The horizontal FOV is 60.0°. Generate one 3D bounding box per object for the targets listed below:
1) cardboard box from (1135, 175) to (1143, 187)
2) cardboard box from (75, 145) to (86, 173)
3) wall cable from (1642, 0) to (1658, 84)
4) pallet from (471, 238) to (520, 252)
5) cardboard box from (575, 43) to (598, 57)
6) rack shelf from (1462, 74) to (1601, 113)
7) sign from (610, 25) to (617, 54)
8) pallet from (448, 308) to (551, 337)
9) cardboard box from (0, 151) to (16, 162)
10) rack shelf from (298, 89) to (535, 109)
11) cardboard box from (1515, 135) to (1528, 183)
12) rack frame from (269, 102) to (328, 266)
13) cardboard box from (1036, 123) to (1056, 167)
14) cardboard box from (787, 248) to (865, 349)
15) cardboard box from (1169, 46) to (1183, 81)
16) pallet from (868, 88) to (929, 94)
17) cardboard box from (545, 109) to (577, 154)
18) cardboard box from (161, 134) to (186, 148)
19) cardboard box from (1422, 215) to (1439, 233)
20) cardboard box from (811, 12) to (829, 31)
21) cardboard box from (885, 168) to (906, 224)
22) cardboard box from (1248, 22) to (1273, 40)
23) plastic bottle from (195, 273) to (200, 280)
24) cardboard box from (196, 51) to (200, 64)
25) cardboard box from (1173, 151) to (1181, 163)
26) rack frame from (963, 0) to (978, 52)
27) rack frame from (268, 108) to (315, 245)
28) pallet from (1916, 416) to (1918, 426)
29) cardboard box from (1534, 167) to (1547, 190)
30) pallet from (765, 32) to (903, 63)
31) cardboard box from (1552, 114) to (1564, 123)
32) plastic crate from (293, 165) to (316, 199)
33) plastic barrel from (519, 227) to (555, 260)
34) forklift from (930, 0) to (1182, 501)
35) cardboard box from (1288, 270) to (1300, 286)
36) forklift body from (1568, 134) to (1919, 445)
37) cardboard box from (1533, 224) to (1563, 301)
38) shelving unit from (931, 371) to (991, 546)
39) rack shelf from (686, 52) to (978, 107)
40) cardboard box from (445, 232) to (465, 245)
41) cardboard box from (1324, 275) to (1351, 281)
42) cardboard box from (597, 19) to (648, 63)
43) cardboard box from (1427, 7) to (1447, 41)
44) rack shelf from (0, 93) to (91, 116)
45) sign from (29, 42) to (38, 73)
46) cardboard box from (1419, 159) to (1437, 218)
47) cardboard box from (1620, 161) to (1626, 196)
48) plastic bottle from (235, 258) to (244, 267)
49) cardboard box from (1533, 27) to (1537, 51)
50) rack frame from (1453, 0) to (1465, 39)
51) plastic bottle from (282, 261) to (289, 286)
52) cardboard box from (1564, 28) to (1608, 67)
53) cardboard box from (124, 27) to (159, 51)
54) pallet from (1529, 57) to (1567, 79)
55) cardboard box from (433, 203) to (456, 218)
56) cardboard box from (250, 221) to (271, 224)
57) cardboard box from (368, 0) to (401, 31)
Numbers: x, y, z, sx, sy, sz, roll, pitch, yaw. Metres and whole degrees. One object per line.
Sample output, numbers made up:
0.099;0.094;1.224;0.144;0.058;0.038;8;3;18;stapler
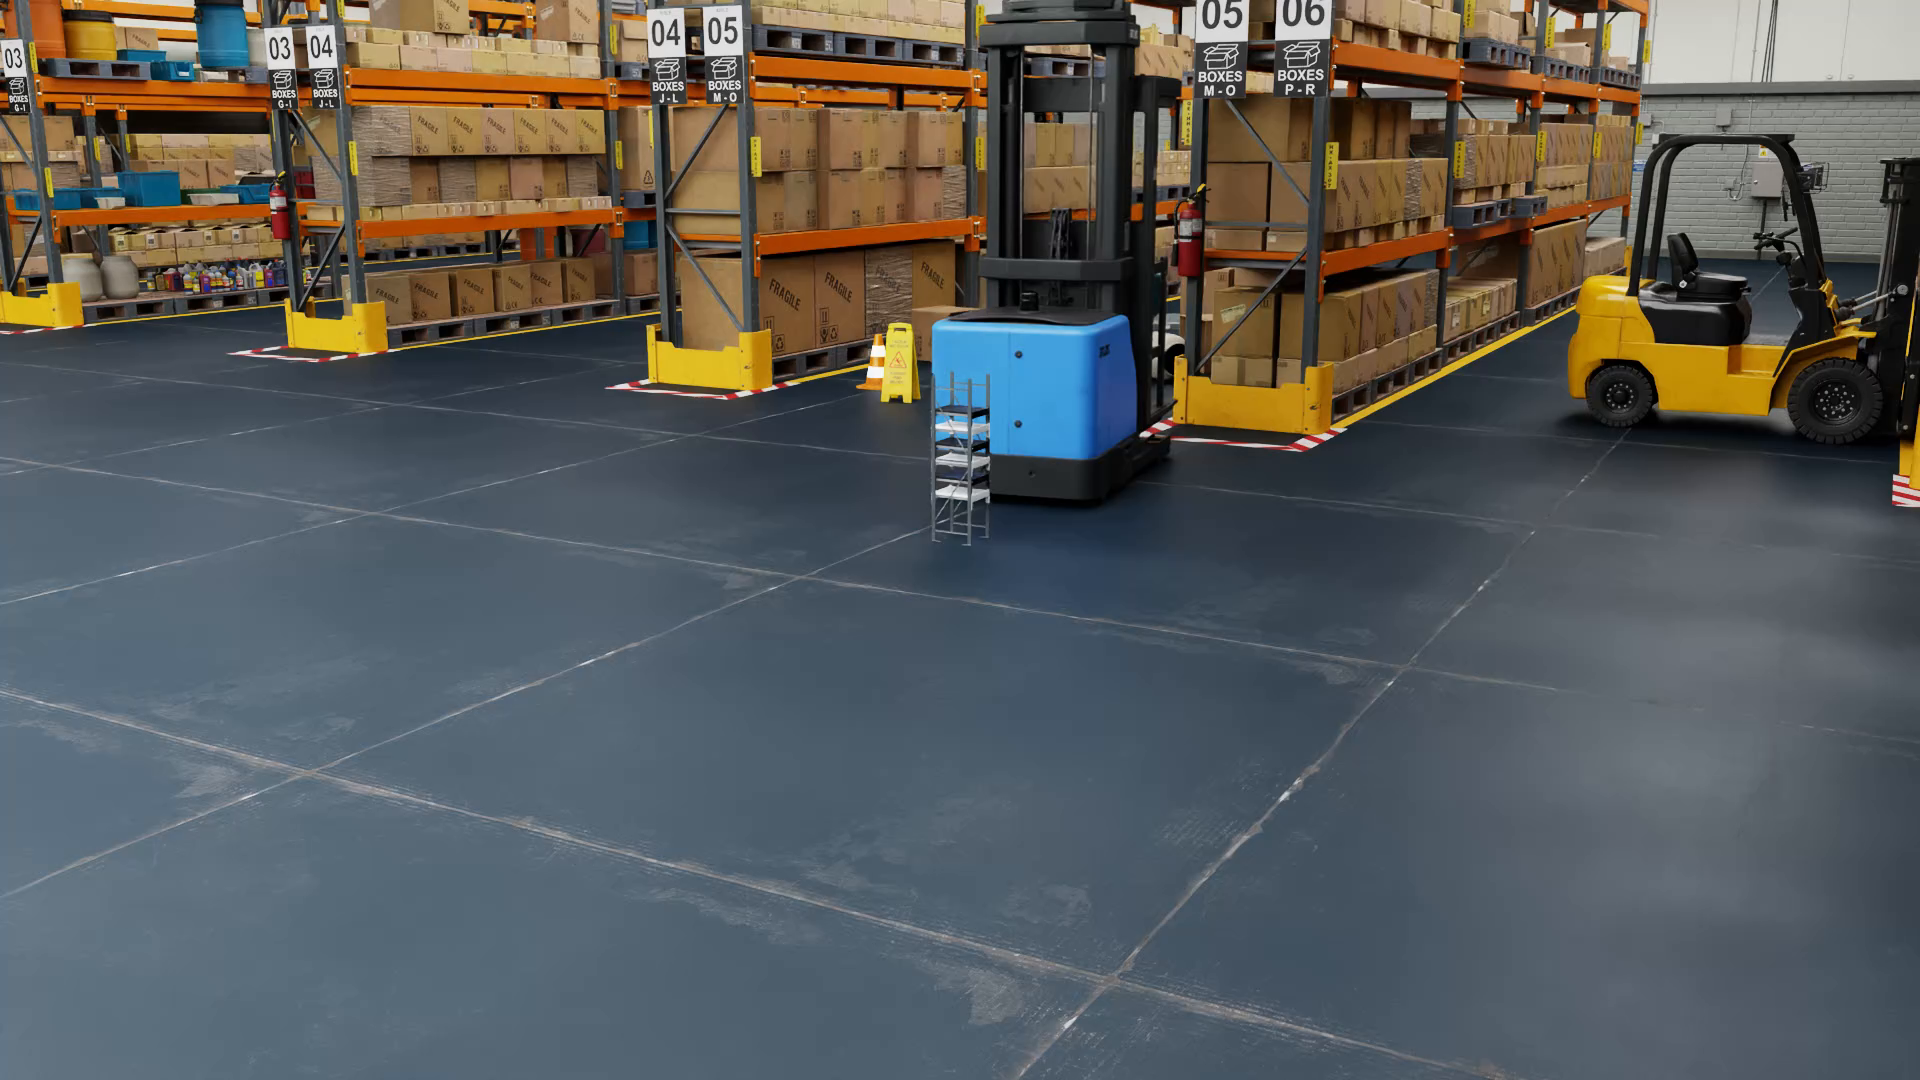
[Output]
2.179;-4.699;21.765;0.380;0.149;0.250;8;16;31;cardboard box
-16.110;-6.807;29.715;0.700;0.500;0.500;6;15;23;cardboard box
12.409;-9.710;30.108;0.463;3.000;0.029;7;15;28;wall cable
-9.040;-5.805;32.661;1.003;0.211;1.213;7;15;28;pallet
-4.475;-5.735;19.490;0.380;0.149;0.250;8;16;30;cardboard box
7.005;-5.472;20.465;1.077;0.370;4.000;7;15;28;rack shelf
-4.092;-5.905;19.623;0.100;0.325;0.005;7;15;28;sign
-5.453;-2.506;18.980;1.003;0.211;1.213;7;15;28;pallet
-13.678;-5.454;23.657;0.380;0.149;0.250;7;15;28;cardboard box
-7.939;-6.335;24.046;1.077;0.370;4.000;7;15;28;rack shelf
5.822;-4.118;17.972;0.500;0.500;0.500;7;15;27;cardboard box
-11.307;-6.199;28.346;1.000;3.000;0.127;7;15;28;rack frame
0.694;-4.622;19.460;0.700;0.500;0.500;7;15;27;cardboard box
-1.518;-2.350;16.020;0.875;0.875;0.875;7;15;27;cardboard box
2.638;-6.293;22.125;0.500;0.500;0.500;7;15;28;cardboard box
-1.103;-7.068;25.959;0.805;0.209;1.217;7;15;26;pallet
-4.788;-4.708;19.181;0.500;0.500;0.500;7;15;28;cardboard box
-14.941;-7.501;31.257;0.500;0.250;0.500;7;15;27;cardboard box
4.102;-2.858;15.023;0.380;0.149;0.250;8;16;29;cardboard box
-1.398;-4.630;14.866;0.380;0.149;0.250;8;15;28;cardboard box
-1.055;-3.455;16.646;0.875;0.550;0.550;7;15;28;cardboard box
2.099;-3.753;12.335;0.380;0.149;0.250;7;15;28;cardboard box
-9.919;-3.382;21.695;0.097;0.201;0.097;0;14;0;plastic bottle
-14.505;-9.385;32.408;0.500;0.250;0.500;7;15;26;cardboard box
2.807;-5.258;22.813;0.380;0.149;0.250;7;15;27;cardboard box
-0.277;-6.589;17.163;1.000;3.000;0.127;7;15;28;rack frame
-13.711;-7.580;34.075;1.000;3.000;0.127;7;15;28;rack frame
7.442;-0.805;11.924;1.003;0.211;1.213;7;15;28;pallet
6.500;-4.199;19.304;0.500;0.250;0.500;7;15;28;cardboard box
-1.273;-4.671;15.799;1.003;0.211;1.213;7;15;28;pallet
8.065;-5.765;22.814;0.380;0.149;0.250;8;16;29;cardboard box
-8.940;-4.981;23.159;0.402;0.464;0.583;7;15;28;plastic crate
-6.751;-4.888;26.644;0.600;0.830;0.708;7;15;28;plastic barrel
0.795;-1.955;10.889;1.130;2.935;3.031;5;14;19;forklift
2.573;-2.187;13.692;0.380;0.149;0.250;8;16;29;cardboard box
5.838;-1.933;12.463;2.313;2.155;1.214;7;15;28;forklift body
6.880;-3.439;20.536;0.875;0.875;0.875;8;15;29;cardboard box
0.004;-0.439;8.935;0.258;0.900;0.210;7;15;28;shelving unit
-1.244;-4.371;15.897;1.077;0.370;4.000;7;15;28;rack shelf
-9.607;-5.784;31.020;0.500;0.500;0.500;7;15;28;cardboard box
3.083;-2.056;14.534;0.500;0.500;0.500;8;16;31;cardboard box
-4.257;-6.053;20.224;0.797;0.503;0.637;7;15;25;cardboard box
3.884;-4.437;14.324;0.500;0.250;0.500;7;15;27;cardboard box
-14.207;-6.076;22.973;1.077;0.370;4.000;7;15;28;rack shelf
-10.360;-5.395;18.592;0.100;0.325;0.005;7;15;28;sign
3.865;-3.100;14.643;0.500;0.500;0.500;8;16;30;cardboard box
9.648;-5.413;24.871;0.500;0.500;0.500;7;15;27;cardboard box
-9.660;-3.624;22.378;0.144;0.351;0.185;8;16;30;plastic bottle
7.292;-6.337;21.408;0.500;0.500;0.500;7;15;27;cardboard box
4.105;-6.049;14.923;1.000;3.000;0.127;7;15;28;rack frame
-8.965;-3.578;22.186;0.144;0.351;0.185;7;15;27;plastic bottle
8.440;-6.630;22.412;0.500;0.500;0.500;8;16;29;cardboard box
-12.653;-7.574;25.473;0.500;0.500;0.500;9;16;33;cardboard box
6.303;-5.457;19.273;1.213;0.211;1.003;8;16;31;pallet
-5.656;-3.547;17.880;0.380;0.149;0.250;7;15;28;cardboard box
-11.817;-5.265;28.246;0.500;0.311;0.500;8;16;30;cardboard box
-5.976;-5.676;17.860;0.500;0.500;0.500;7;15;28;cardboard box
